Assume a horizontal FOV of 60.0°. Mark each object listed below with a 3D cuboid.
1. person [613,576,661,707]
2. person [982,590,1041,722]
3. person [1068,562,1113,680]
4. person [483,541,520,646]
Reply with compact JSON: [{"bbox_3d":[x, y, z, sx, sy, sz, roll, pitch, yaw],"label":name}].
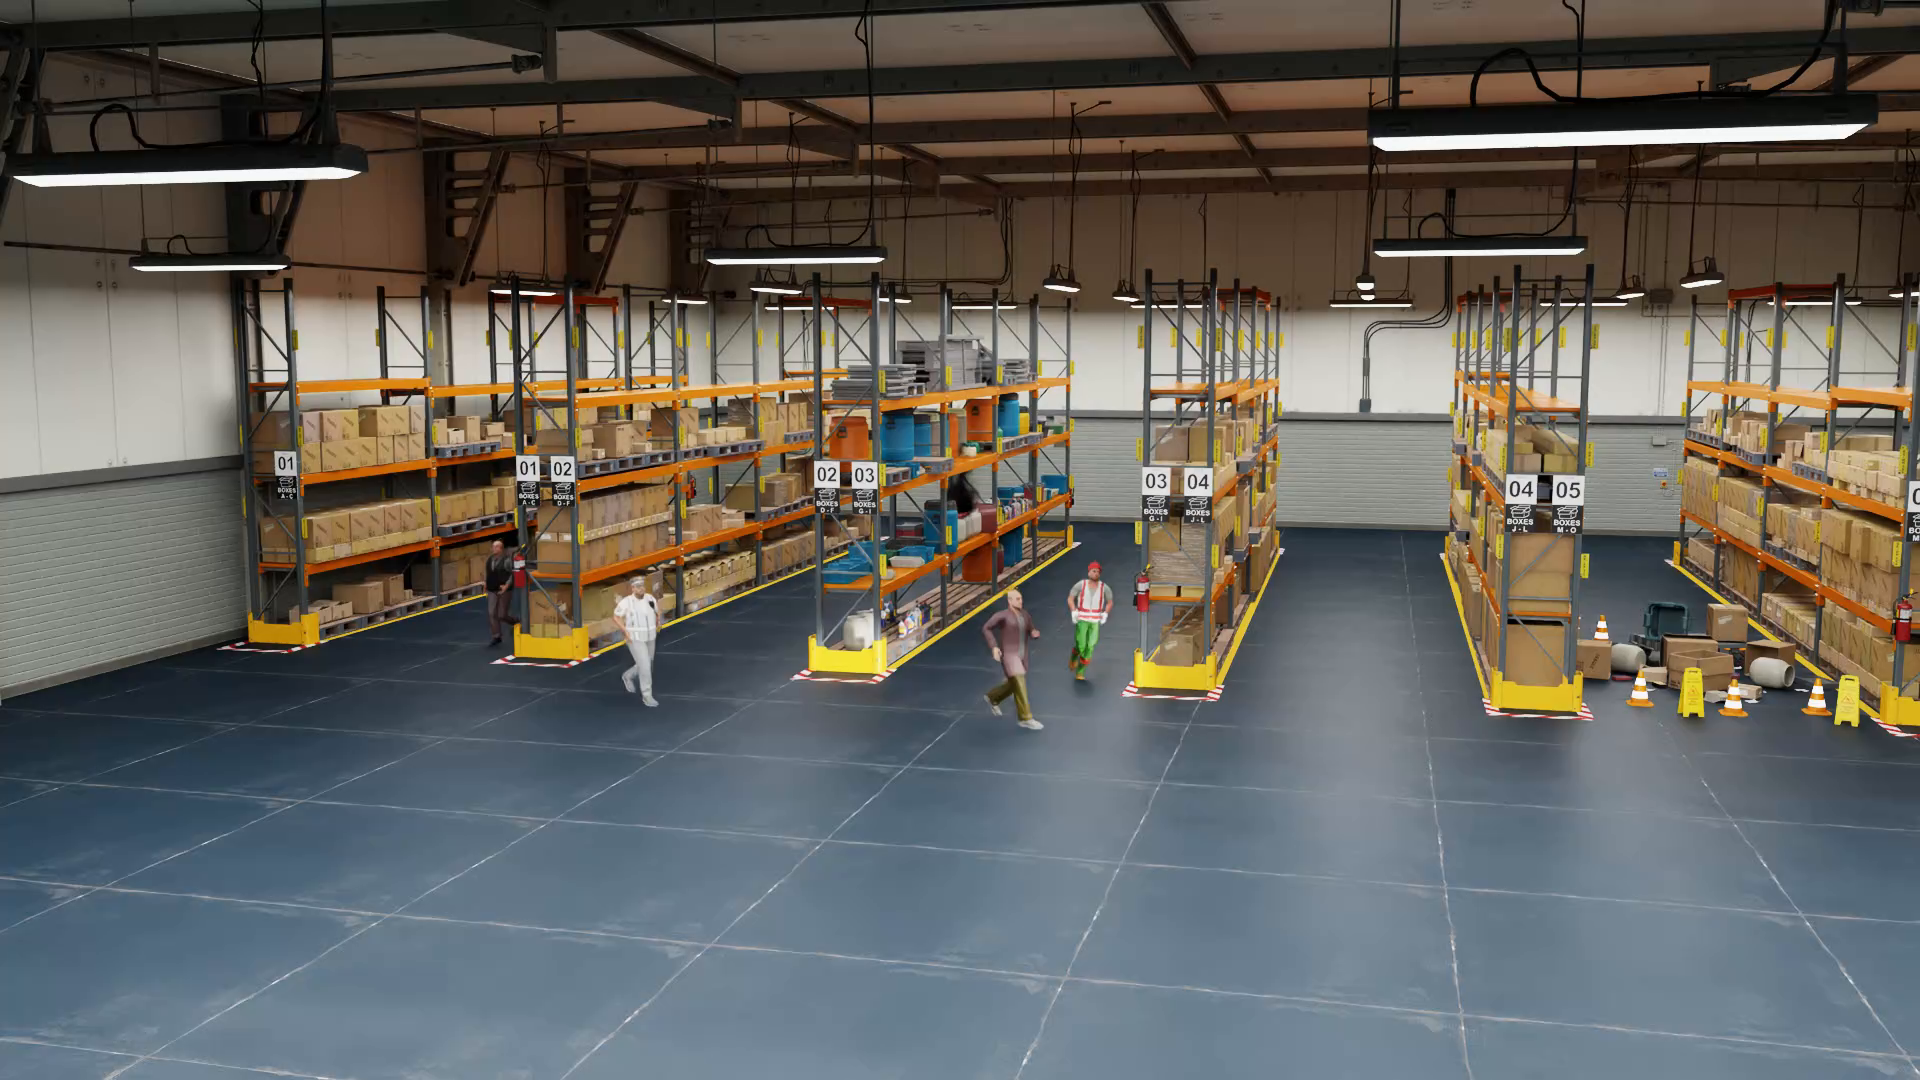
[{"bbox_3d":[-4.446,1.371,23.098,0.870,1.790,0.652,7,10,45],"label":"person"},{"bbox_3d":[0.660,1.479,21.530,0.906,1.689,0.703,6,9,42],"label":"person"},{"bbox_3d":[1.942,1.190,24.661,0.670,1.734,0.586,-1,7,-4],"label":"person"},{"bbox_3d":[-7.626,0.860,27.618,0.667,1.716,0.773,2,7,14],"label":"person"}]
